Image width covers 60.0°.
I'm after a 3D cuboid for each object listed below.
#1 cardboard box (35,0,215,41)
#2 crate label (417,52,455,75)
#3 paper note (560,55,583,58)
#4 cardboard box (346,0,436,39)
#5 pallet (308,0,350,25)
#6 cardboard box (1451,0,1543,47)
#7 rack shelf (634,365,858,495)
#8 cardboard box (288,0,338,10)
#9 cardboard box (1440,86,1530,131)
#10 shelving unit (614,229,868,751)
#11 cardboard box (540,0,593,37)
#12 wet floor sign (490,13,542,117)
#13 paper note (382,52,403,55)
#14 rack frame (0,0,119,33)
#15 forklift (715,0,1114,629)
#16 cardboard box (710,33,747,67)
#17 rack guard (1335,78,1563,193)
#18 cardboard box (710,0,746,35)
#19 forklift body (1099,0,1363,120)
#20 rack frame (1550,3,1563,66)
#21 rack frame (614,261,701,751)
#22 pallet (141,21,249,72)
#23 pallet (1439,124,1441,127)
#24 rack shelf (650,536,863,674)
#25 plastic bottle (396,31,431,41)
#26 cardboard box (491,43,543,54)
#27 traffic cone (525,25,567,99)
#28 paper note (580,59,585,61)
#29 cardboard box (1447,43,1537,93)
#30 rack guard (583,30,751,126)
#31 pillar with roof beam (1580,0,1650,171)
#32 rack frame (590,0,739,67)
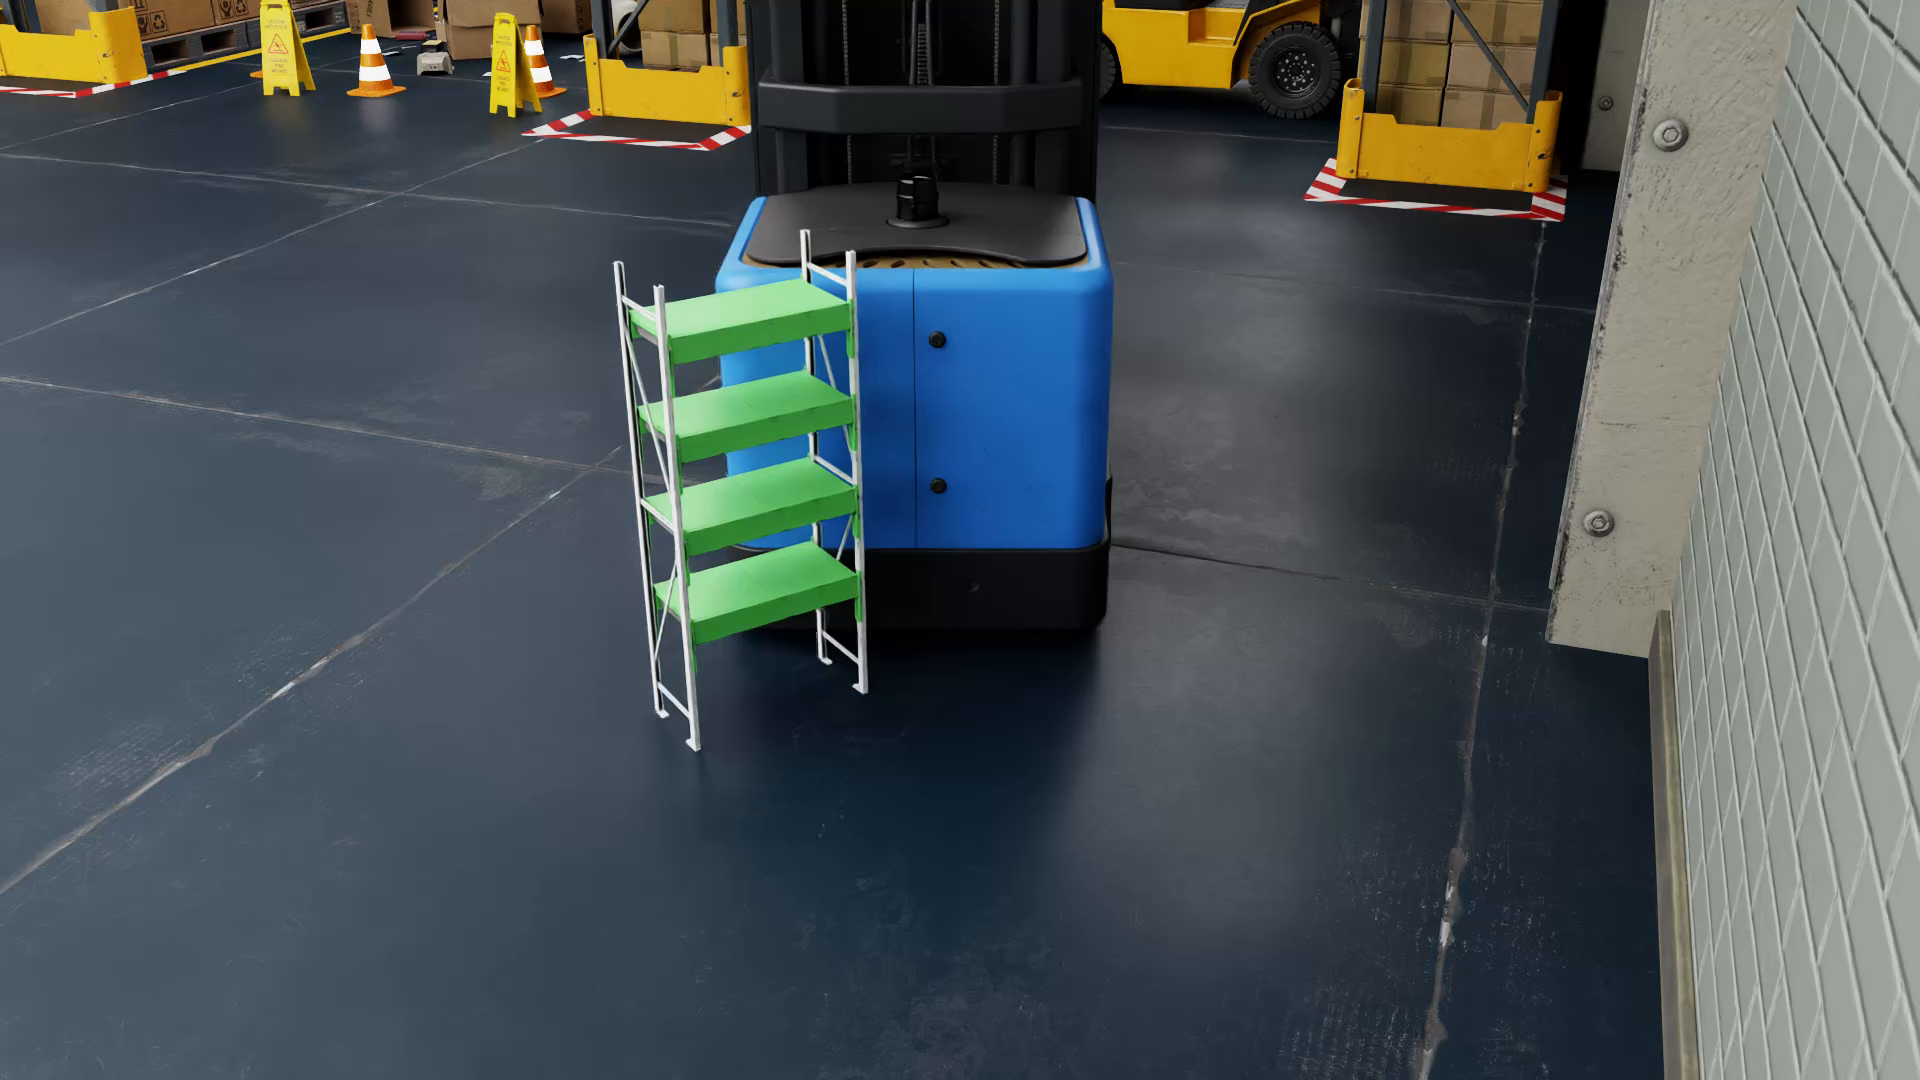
[{"bbox_3d":[-6.454,-4.350,12.748,0.875,0.875,0.875,9,27,18],"label":"cardboard box"},{"bbox_3d":[-3.946,-3.581,12.489,0.250,0.136,0.298,-5,26,-9],"label":"crate label"},{"bbox_3d":[-3.054,-3.815,13.108,0.148,0.019,0.142,20,32,35],"label":"paper note"},{"bbox_3d":[-4.835,-4.562,14.095,0.500,0.500,0.500,14,29,26],"label":"cardboard box"},{"bbox_3d":[-5.613,-4.916,15.162,1.003,0.211,1.213,9,27,17],"label":"pallet"},{"bbox_3d":[3.105,-3.006,9.542,0.500,0.250,0.500,8,27,17],"label":"cardboard box"},{"bbox_3d":[-0.519,-0.274,4.035,0.480,0.148,0.258,-16,30,-30],"label":"rack shelf"},{"bbox_3d":[-5.858,-5.086,14.268,0.875,0.875,0.875,9,27,18],"label":"cardboard box"},{"bbox_3d":[3.114,-2.559,9.767,0.500,0.250,0.500,9,27,18],"label":"cardboard box"},{"bbox_3d":[-0.519,-0.115,4.112,0.503,1.200,0.258,-16,30,-30],"label":"shelving unit"},{"bbox_3d":[-3.415,-4.564,13.944,0.797,0.637,0.503,9,27,17],"label":"cardboard box"},{"bbox_3d":[-2.988,-3.170,11.056,0.267,0.644,0.232,20,32,35],"label":"wet floor sign"},{"bbox_3d":[-4.508,-3.873,13.215,0.144,0.017,0.142,20,32,35],"label":"paper note"},{"bbox_3d":[-6.617,-4.829,11.781,1.000,3.000,0.127,9,27,17],"label":"rack frame"},{"bbox_3d":[-0.109,-1.669,5.333,1.130,2.935,3.031,0,26,0],"label":"forklift"},{"bbox_3d":[-1.386,-3.395,11.494,0.500,0.250,0.500,9,27,17],"label":"cardboard box"},{"bbox_3d":[2.758,-2.299,9.425,1.175,0.500,0.348,9,27,17],"label":"rack guard"},{"bbox_3d":[-1.379,-3.743,11.351,0.500,0.500,0.500,8,27,16],"label":"cardboard box"},{"bbox_3d":[1.677,-4.096,11.242,2.313,2.155,1.214,9,27,17],"label":"forklift body"},{"bbox_3d":[4.098,-5.078,12.296,1.000,3.000,0.127,9,27,17],"label":"rack frame"},{"bbox_3d":[-0.721,-0.056,3.989,0.015,1.200,0.240,-16,30,-30],"label":"rack frame"},{"bbox_3d":[-6.425,-3.914,13.091,1.003,0.211,1.213,9,27,17],"label":"pallet"},{"bbox_3d":[2.981,-2.499,10.170,1.003,0.211,1.213,9,27,17],"label":"pallet"},{"bbox_3d":[-0.519,0.158,4.244,0.480,0.148,0.258,-16,30,-30],"label":"rack shelf"},{"bbox_3d":[-4.543,-4.204,13.862,0.283,0.061,0.133,0,26,-1],"label":"plastic bottle"},{"bbox_3d":[-3.385,-3.701,12.722,0.250,0.149,0.380,-20,33,-36],"label":"cardboard box"},{"bbox_3d":[-2.989,-3.374,11.688,0.336,0.463,0.334,9,27,17],"label":"traffic cone"},{"bbox_3d":[-2.934,-3.749,12.982,0.032,0.001,0.123,9,27,17],"label":"paper note"},{"bbox_3d":[3.119,-2.774,9.636,0.500,0.250,0.500,9,27,18],"label":"cardboard box"},{"bbox_3d":[-1.890,-3.059,10.993,1.175,0.500,0.348,9,27,17],"label":"rack guard"},{"bbox_3d":[-0.212,-6.914,9.204,9.100,9.000,0.400,9,27,17],"label":"pillar with roof beam"},{"bbox_3d":[-1.916,-4.152,10.384,1.000,3.000,0.127,9,27,17],"label":"rack frame"}]
